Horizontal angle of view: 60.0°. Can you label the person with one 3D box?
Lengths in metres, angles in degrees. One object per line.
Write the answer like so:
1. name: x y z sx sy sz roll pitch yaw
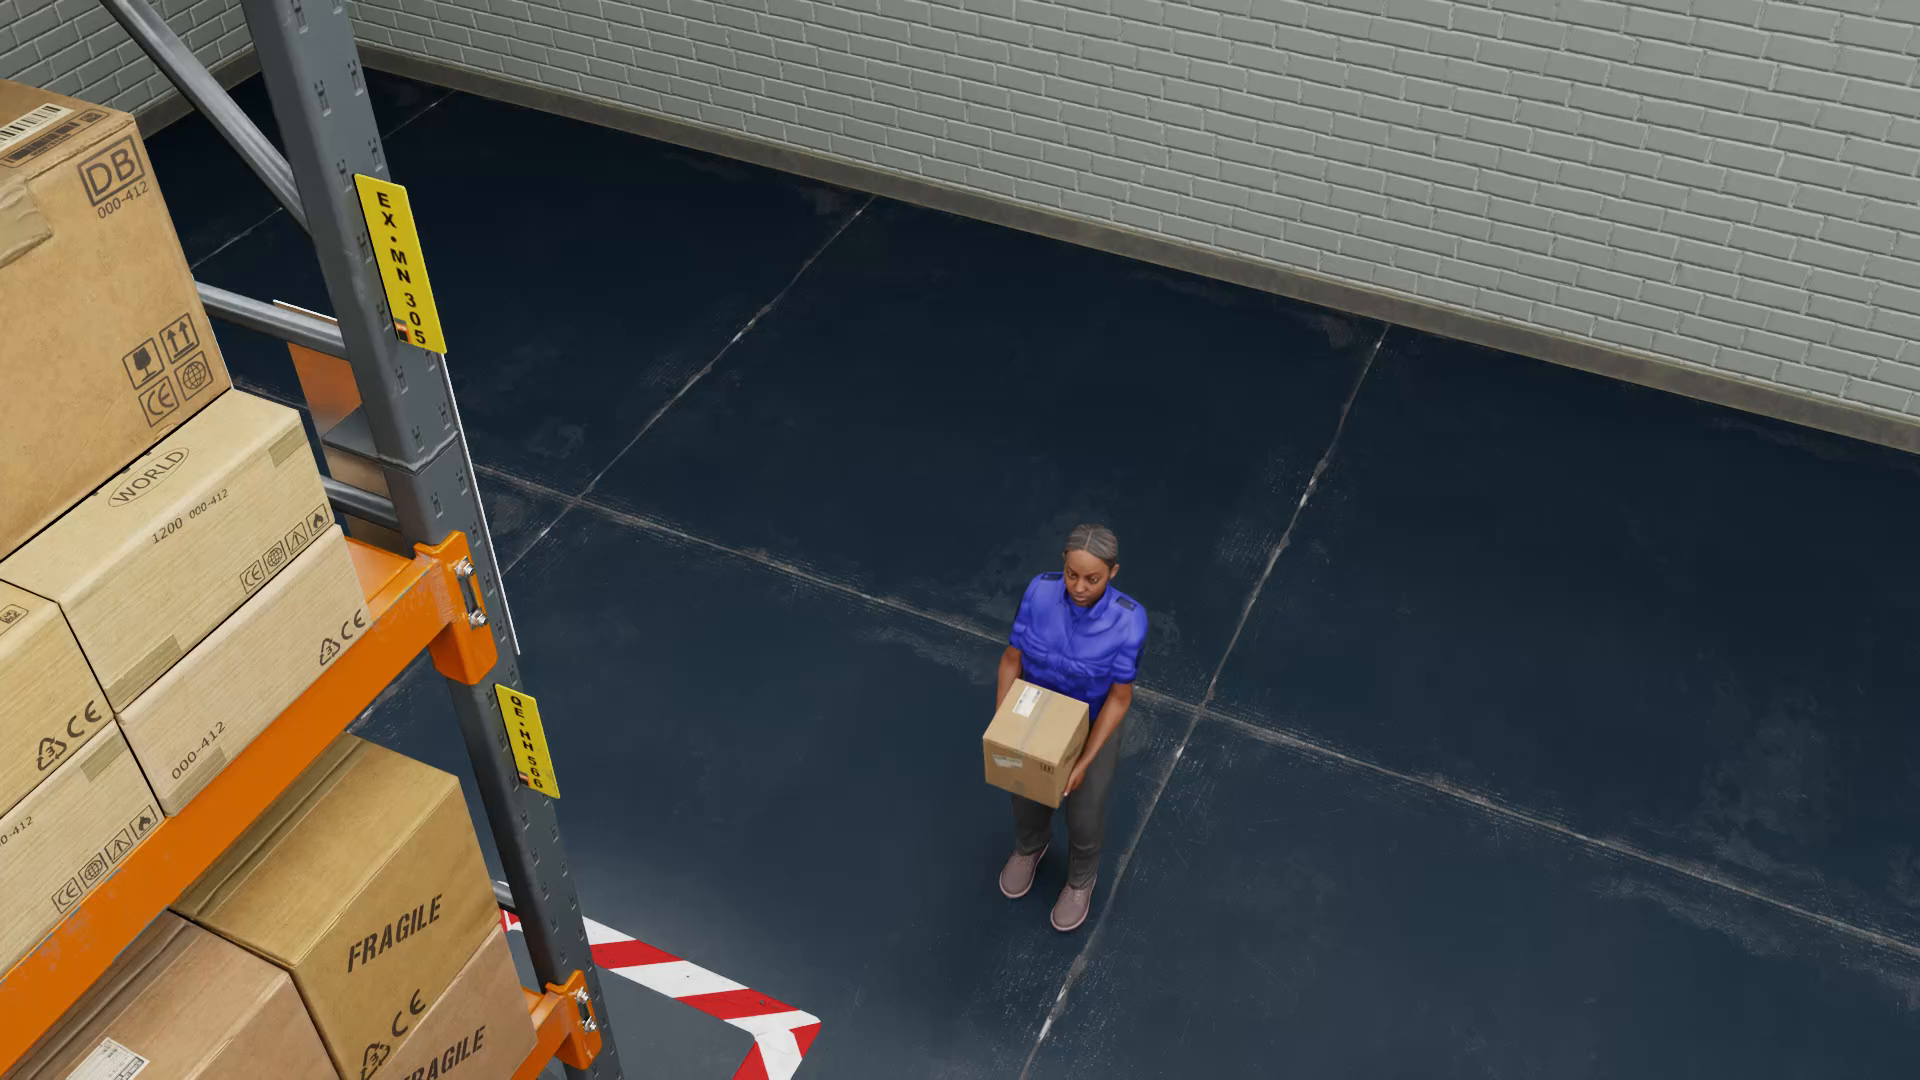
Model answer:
1. person: 0.320 0.656 5.449 0.451 1.650 0.512 18 45 19
